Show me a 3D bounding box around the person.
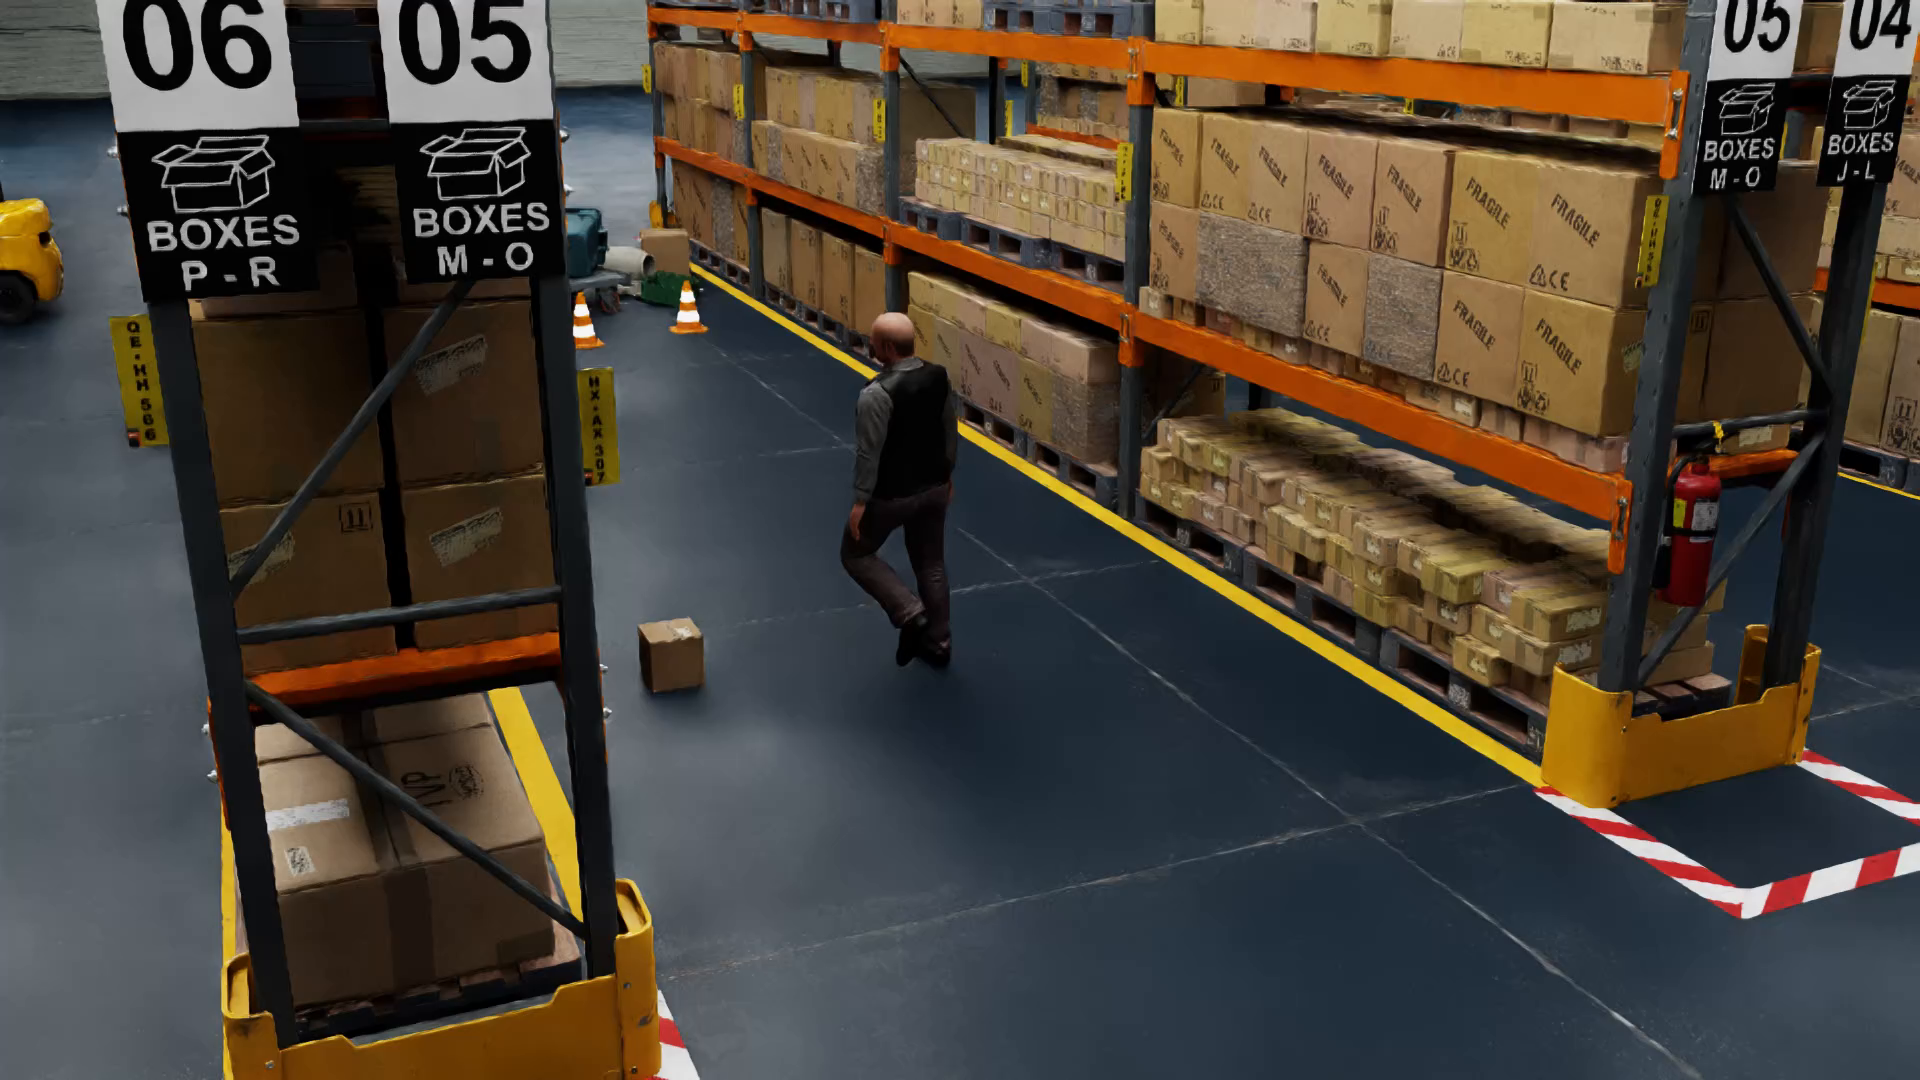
[{"bbox_3d":[-0.286,-0.228,7.713,0.621,1.710,0.473,-14,23,-36],"label":"person"}]
